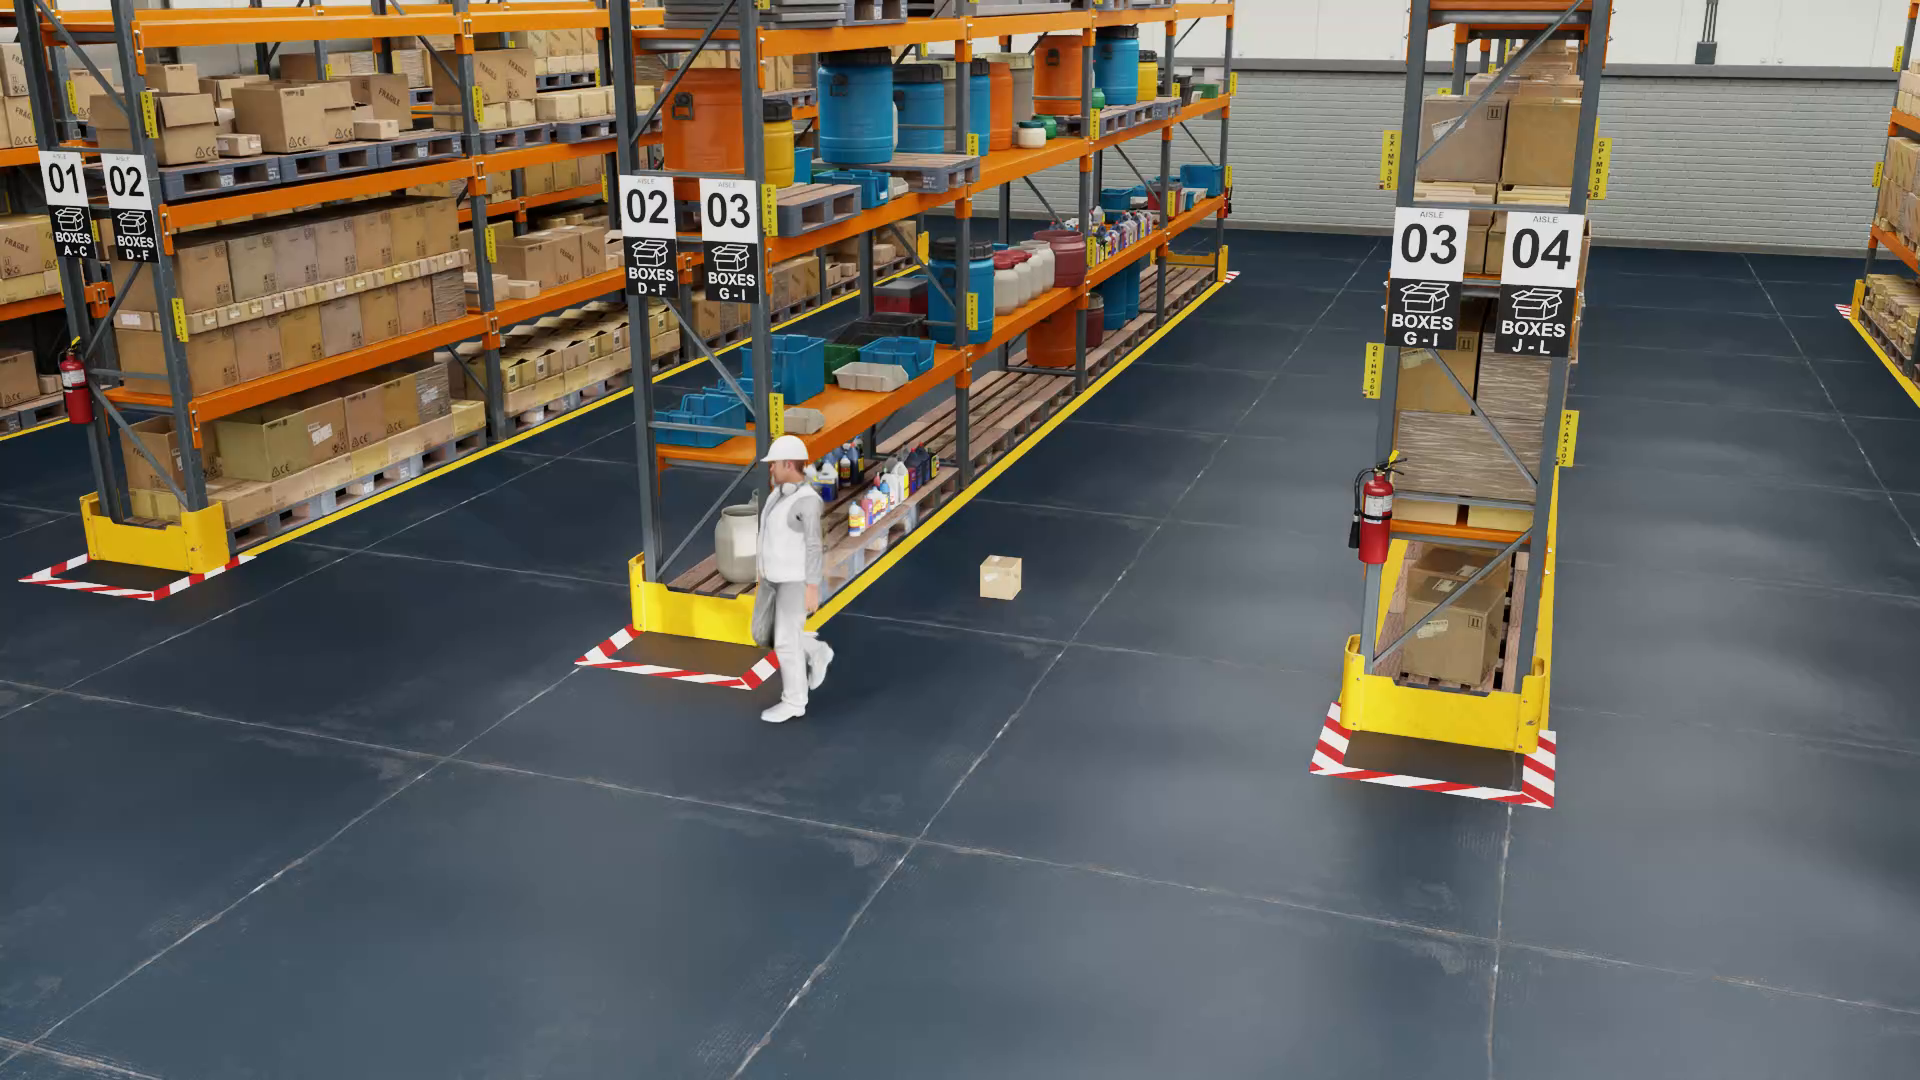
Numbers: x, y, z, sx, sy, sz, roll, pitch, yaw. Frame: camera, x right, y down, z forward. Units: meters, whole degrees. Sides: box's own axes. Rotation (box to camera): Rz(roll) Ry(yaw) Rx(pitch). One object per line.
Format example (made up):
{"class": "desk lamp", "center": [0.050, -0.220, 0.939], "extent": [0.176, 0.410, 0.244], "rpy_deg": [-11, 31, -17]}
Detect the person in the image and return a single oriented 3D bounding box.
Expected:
{"class": "person", "center": [-1.041, 0.221, 10.303], "extent": [0.594, 1.751, 0.562], "rpy_deg": [-11, 21, -29]}
